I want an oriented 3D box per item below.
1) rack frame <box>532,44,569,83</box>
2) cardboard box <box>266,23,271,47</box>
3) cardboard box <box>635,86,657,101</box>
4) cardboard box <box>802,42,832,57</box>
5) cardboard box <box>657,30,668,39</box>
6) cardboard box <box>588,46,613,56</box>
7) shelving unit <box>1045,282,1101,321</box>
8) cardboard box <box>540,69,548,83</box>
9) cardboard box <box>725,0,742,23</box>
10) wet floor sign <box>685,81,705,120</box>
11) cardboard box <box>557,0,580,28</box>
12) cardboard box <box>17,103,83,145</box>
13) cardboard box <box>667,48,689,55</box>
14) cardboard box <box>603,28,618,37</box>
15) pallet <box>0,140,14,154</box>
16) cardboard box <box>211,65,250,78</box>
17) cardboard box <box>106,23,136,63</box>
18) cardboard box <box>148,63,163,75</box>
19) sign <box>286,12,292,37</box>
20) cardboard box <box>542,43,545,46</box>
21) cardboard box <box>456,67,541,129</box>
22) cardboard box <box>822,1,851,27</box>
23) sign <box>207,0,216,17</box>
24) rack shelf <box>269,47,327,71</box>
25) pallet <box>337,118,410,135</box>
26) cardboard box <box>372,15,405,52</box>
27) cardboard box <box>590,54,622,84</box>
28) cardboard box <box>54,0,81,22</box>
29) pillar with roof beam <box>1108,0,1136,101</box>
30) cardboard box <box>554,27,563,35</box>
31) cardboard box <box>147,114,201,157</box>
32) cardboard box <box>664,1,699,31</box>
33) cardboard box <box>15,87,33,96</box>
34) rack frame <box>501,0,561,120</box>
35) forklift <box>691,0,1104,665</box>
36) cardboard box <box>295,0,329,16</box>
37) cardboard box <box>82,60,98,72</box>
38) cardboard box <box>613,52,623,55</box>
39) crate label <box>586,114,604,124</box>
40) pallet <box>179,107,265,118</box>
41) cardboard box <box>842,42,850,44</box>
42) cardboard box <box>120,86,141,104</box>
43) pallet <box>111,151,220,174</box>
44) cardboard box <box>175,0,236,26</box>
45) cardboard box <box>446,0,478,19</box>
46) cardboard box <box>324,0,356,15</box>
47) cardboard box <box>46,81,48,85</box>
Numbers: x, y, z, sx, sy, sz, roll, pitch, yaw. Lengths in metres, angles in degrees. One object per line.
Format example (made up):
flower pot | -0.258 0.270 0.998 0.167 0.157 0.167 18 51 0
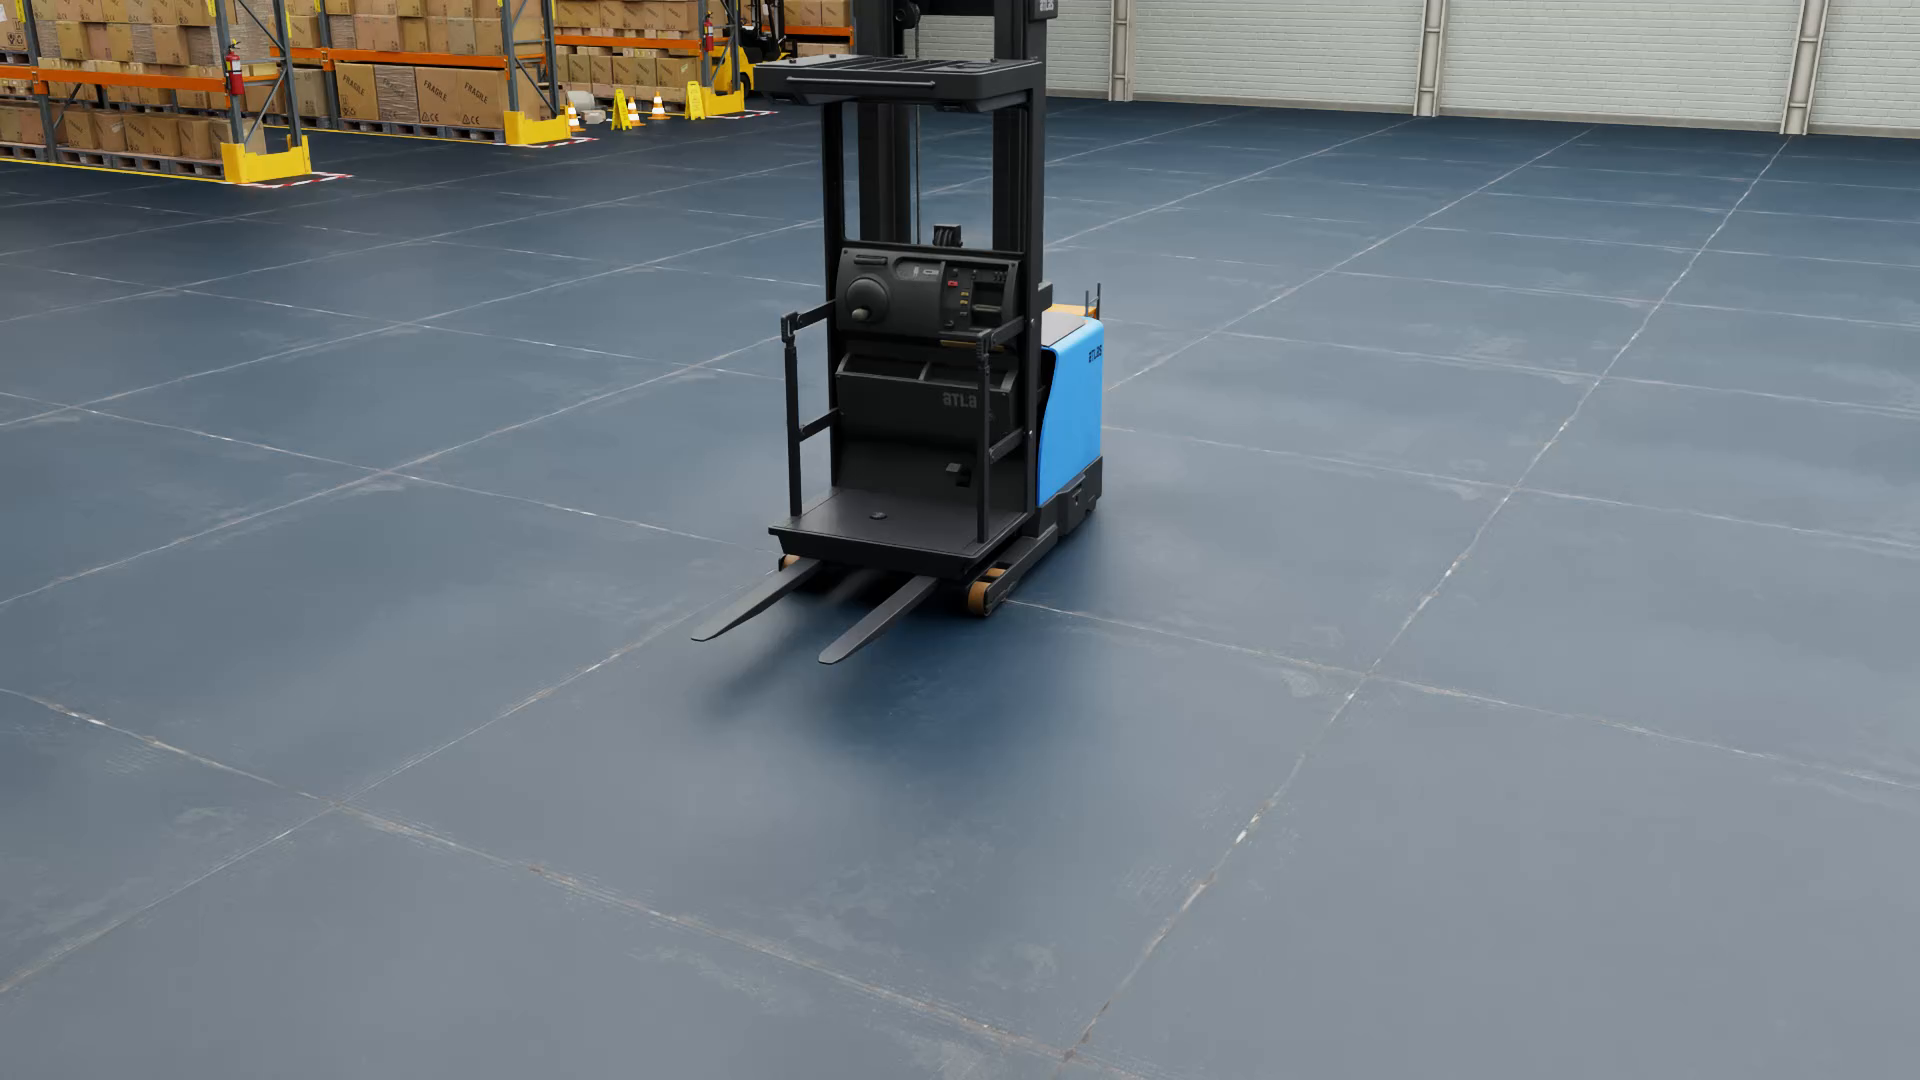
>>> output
rack frame | -7.820 -9.858 31.643 0.127 3.000 1.000 11 23 27
cardboard box | -11.614 -8.590 28.000 0.500 0.500 0.500 11 23 28
cardboard box | -5.613 -8.241 30.600 0.500 0.250 0.500 11 23 27
cardboard box | -2.913 -10.113 34.296 0.500 0.250 0.500 11 23 28
cardboard box | -5.247 -9.131 30.008 0.250 0.149 0.380 10 22 26
cardboard box | -6.670 -9.074 30.848 0.250 0.149 0.380 12 23 30
shelving unit | 0.513 -0.874 9.516 0.503 1.200 0.258 8 21 20
cardboard box | -8.279 -8.907 32.258 0.625 0.372 0.950 11 23 28
cardboard box | -4.679 -11.150 35.058 0.500 0.500 0.500 11 23 28
wet floor sign | -4.683 -7.736 29.245 0.267 0.644 0.232 -16 26 -38
cardboard box | -7.122 -9.812 30.934 0.500 0.500 0.500 11 23 27
cardboard box | -13.178 -6.048 24.160 0.500 0.500 0.700 9 22 23
cardboard box | -5.863 -10.501 36.281 0.625 0.625 0.875 12 23 30
cardboard box | -6.355 -9.343 30.591 0.250 0.149 0.380 11 23 27
pallet | -14.402 -5.929 24.899 1.213 0.211 1.003 11 23 27
cardboard box | -9.510 -6.111 21.680 0.250 0.149 0.380 11 23 27
cardboard box | -10.969 -6.759 22.517 0.500 0.500 0.875 11 23 27
cardboard box | -10.609 -6.313 22.240 0.250 0.149 0.380 11 23 27
sign | -8.896 -6.811 21.974 0.005 0.325 0.100 11 23 27
cardboard box | -9.449 -11.336 37.815 0.250 0.149 0.380 10 22 25
cardboard box | -7.278 -6.994 26.248 0.875 0.875 0.875 11 23 28
cardboard box | -2.468 -10.722 33.877 0.500 0.500 0.500 10 22 26
sign | -9.449 -6.774 20.978 0.005 0.325 0.100 11 23 27
rack shelf | -11.891 -8.362 28.574 4.000 0.370 1.077 11 23 27
pallet | -9.520 -6.907 27.597 1.213 0.211 1.003 11 23 27
cardboard box | -8.912 -8.171 26.771 0.550 0.550 0.875 11 23 27
cardboard box | -6.511 -8.765 30.945 0.500 0.500 0.500 12 23 30
cardboard box | -11.946 -7.332 22.629 0.500 0.500 0.500 11 23 27
pillar with roof beam | 1.060 -11.596 27.636 0.400 9.000 9.100 11 23 27
cardboard box | -7.455 -9.566 31.205 0.250 0.149 0.380 12 23 29
cardboard box | -10.773 -5.573 22.879 0.500 0.500 0.500 13 24 32
cardboard box | -4.936 -9.388 29.764 0.500 0.500 0.500 10 22 26
cardboard box | -17.638 -8.519 31.516 0.250 0.149 0.380 11 23 28
rack frame | -6.653 -7.702 25.700 0.127 3.000 1.000 11 23 27
forklift | -0.245 -1.181 7.822 1.130 2.935 3.031 8 22 22
cardboard box | -10.582 -8.965 27.569 0.500 0.500 0.700 10 22 26
cardboard box | -11.747 -6.493 22.735 0.250 0.149 0.380 11 23 27
cardboard box | -6.281 -8.928 31.396 0.500 0.500 0.500 12 23 30
crate label | -6.293 -7.260 28.678 0.298 0.136 0.250 0 20 -1
pallet | -12.986 -7.568 29.420 1.213 0.211 1.003 11 23 27
cardboard box | -2.237 -10.182 34.487 0.500 0.250 0.500 10 22 26
cardboard box | -14.791 -8.174 30.051 0.500 0.500 0.500 12 23 29
pallet | -10.980 -5.293 23.148 1.213 0.211 1.003 11 23 27
cardboard box | -9.761 -6.917 21.487 0.500 0.500 0.500 11 23 27
cardboard box | -7.484 -8.418 25.869 0.550 0.550 0.875 11 23 27
cardboard box | -9.840 -8.874 27.127 0.550 0.550 0.875 11 23 27
cardboard box | -17.555 -8.866 32.037 0.250 0.149 0.380 11 23 28
